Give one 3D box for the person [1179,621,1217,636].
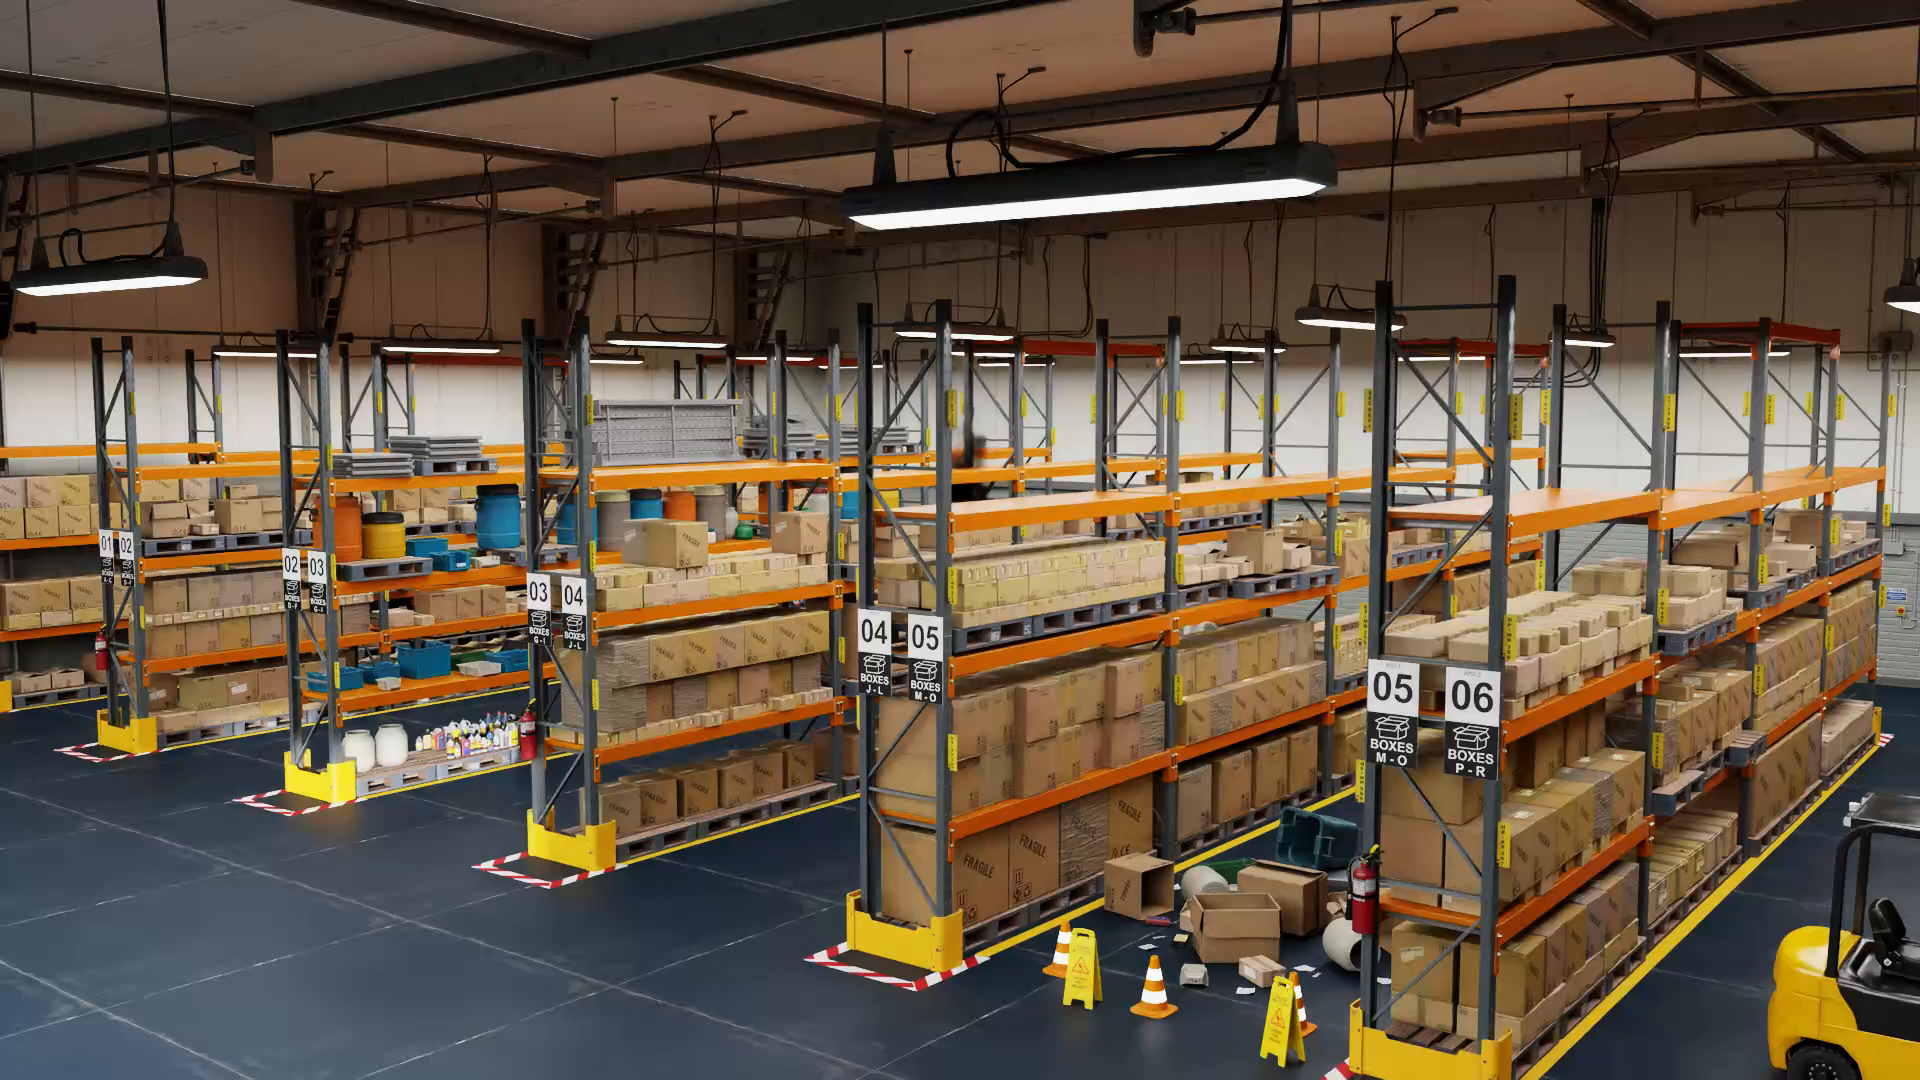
[{"bbox_3d":[3.642,1.848,25.691,0.633,1.811,0.797,3,6,34],"label":"person"}]
